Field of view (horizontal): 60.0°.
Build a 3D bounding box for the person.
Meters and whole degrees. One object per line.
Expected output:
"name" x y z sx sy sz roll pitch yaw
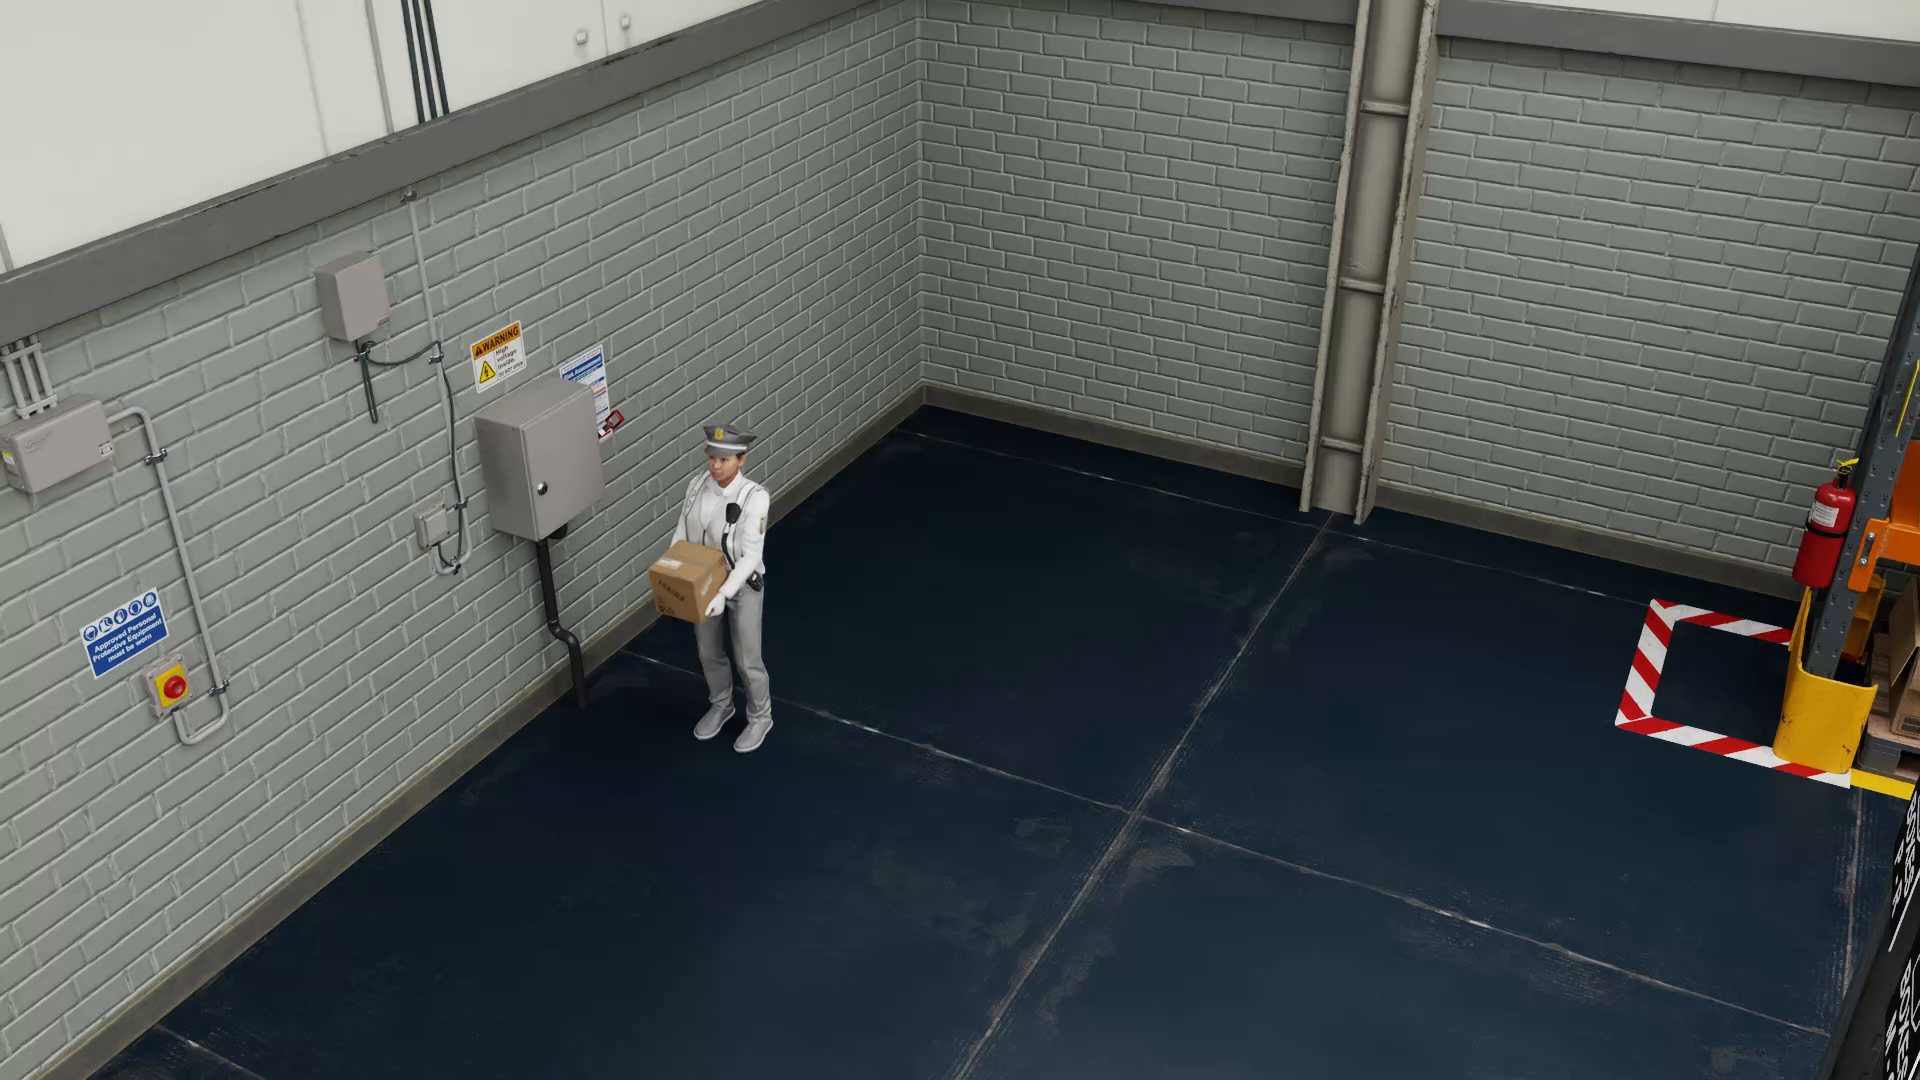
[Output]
"person" -1.150 0.371 7.879 0.460 1.428 0.505 15 33 23
